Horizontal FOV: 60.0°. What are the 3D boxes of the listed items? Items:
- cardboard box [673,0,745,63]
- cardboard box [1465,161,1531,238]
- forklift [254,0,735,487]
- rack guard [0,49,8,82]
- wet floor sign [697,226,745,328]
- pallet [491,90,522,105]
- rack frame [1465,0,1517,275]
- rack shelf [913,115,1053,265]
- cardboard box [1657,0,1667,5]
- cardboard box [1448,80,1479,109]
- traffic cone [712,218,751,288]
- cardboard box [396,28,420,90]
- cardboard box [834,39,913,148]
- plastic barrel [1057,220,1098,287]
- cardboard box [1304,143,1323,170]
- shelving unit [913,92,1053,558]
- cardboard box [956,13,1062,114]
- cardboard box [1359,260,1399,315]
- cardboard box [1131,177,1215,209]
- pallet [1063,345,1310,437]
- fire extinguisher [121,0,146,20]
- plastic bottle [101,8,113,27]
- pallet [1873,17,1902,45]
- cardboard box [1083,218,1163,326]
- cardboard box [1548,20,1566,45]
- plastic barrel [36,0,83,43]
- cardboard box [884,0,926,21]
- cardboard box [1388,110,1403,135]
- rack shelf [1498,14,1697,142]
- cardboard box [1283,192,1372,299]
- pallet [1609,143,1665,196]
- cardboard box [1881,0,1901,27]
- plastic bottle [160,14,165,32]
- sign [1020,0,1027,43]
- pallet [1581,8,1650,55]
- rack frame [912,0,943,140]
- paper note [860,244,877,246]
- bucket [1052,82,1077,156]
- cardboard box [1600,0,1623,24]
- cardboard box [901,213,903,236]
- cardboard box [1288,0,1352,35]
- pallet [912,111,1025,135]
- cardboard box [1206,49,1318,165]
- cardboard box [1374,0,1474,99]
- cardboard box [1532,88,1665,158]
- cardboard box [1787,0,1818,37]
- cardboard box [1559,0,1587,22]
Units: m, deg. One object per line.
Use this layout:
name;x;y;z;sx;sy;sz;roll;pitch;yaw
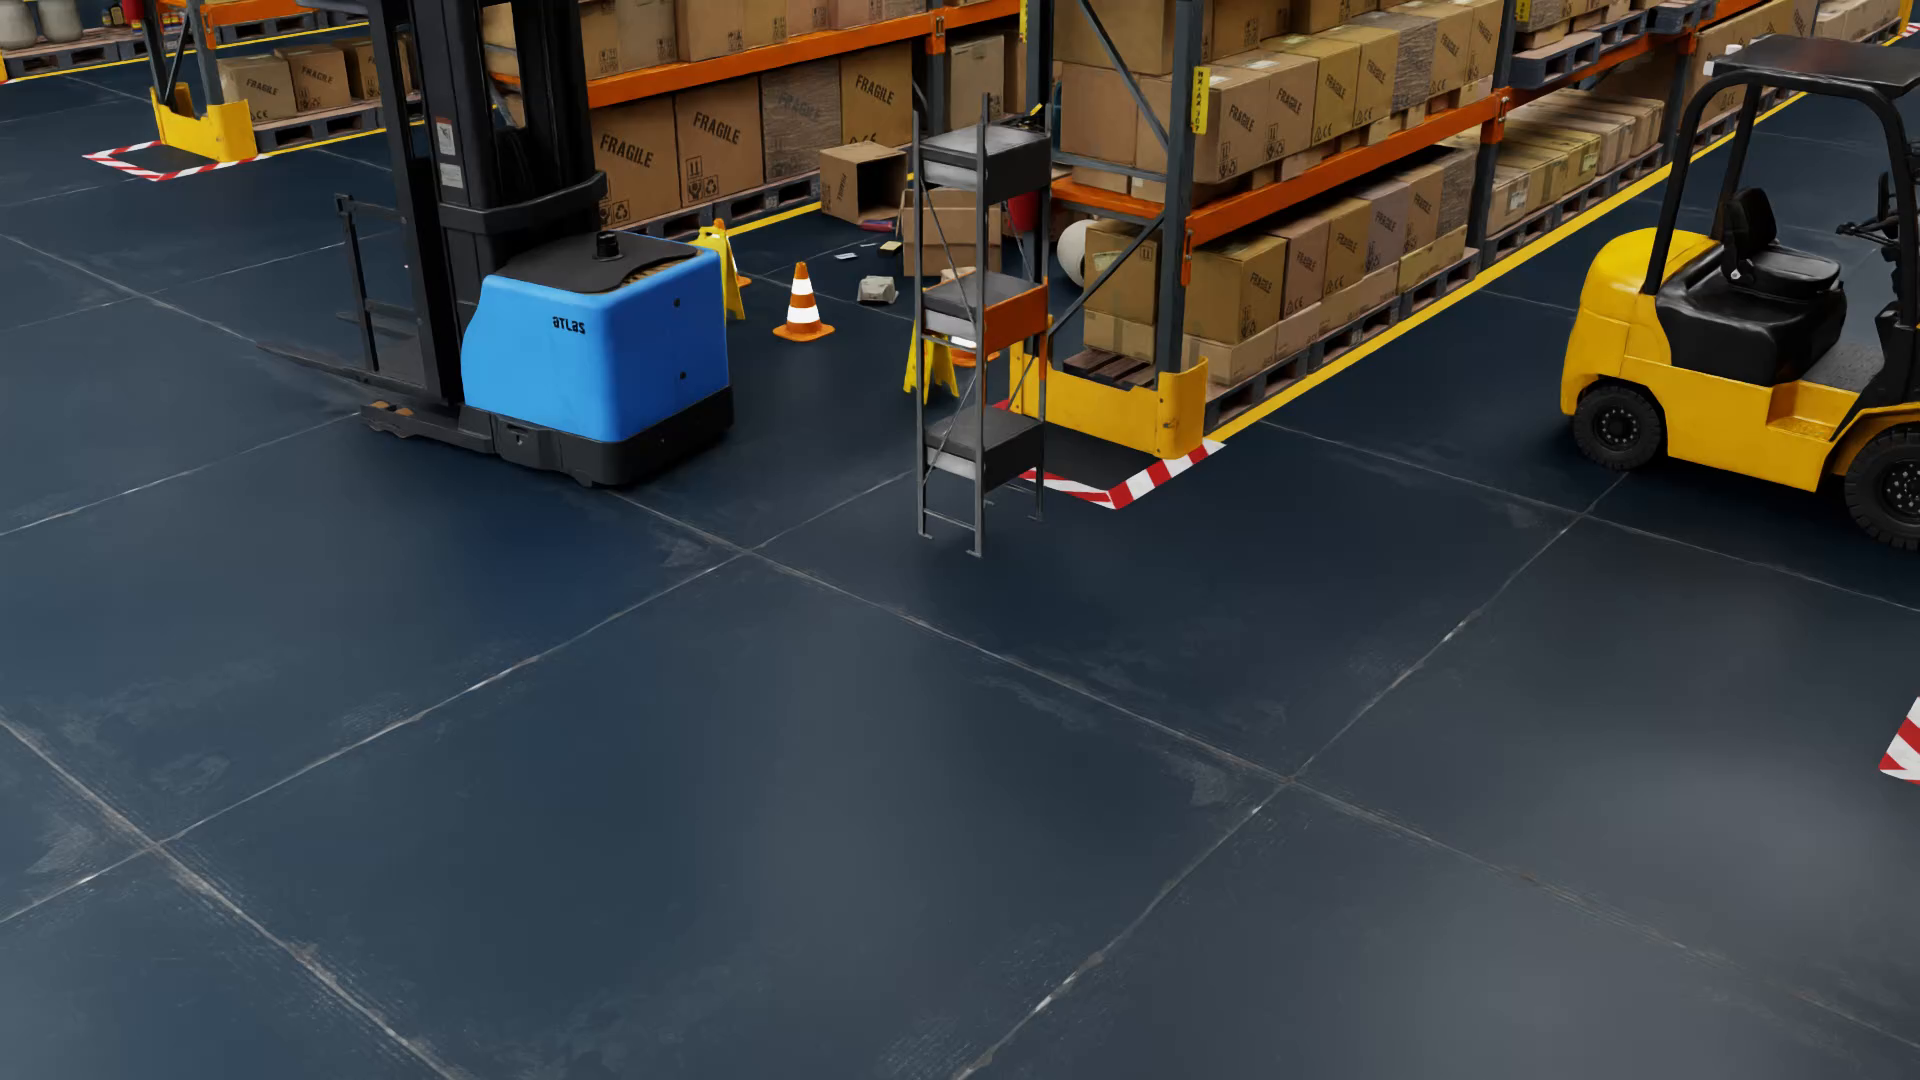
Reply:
cardboard box;-2.124;-3.948;12.454;0.875;0.550;0.550;21;34;34
cardboard box;3.649;-2.587;12.388;0.950;0.372;0.625;21;34;35
forklift;-2.801;-2.067;9.055;3.031;2.935;1.130;15;31;27
rack guard;-10.684;-5.237;17.829;1.175;0.500;0.348;21;34;34
wet floor sign;-1.602;-1.739;10.908;0.267;0.644;0.232;15;31;26
pallet;-4.730;-4.790;17.279;1.003;0.211;1.213;21;34;34
rack frame;3.317;-3.381;11.520;1.000;3.000;0.127;21;34;34
rack shelf;0.105;-1.601;7.566;0.431;0.518;0.480;21;34;34
cardboard box;5.428;-4.383;13.275;0.380;0.149;0.250;19;33;32
cardboard box;3.195;-2.975;11.011;0.380;0.149;0.250;22;34;35
traffic cone;-1.678;-2.020;11.651;0.336;0.463;0.334;21;34;34
cardboard box;-5.308;-4.775;16.478;0.500;0.500;0.500;17;32;30
cardboard box;-1.021;-3.832;14.248;0.875;0.875;0.875;21;34;35
plastic barrel;0.918;-1.993;11.642;0.421;0.421;0.512;-5;28;-9
cardboard box;1.865;-2.253;9.614;0.380;0.149;0.250;22;34;36
shelving unit;0.105;-0.991;7.881;0.431;2.100;0.503;21;34;34
cardboard box;0.375;-4.566;15.803;1.050;0.750;0.750;21;34;34
cardboard box;2.490;-1.687;10.782;0.500;0.250;0.500;21;34;35
cardboard box;1.149;-1.911;8.952;0.380;0.149;0.250;21;34;35
pallet;1.365;-1.028;10.008;1.003;0.211;1.213;21;34;34
fire extinguisher;-7.302;-4.918;14.577;0.296;0.674;0.183;21;34;34
plastic bottle;-9.866;-6.038;19.224;0.097;0.201;0.097;0;27;0
pallet;10.502;-6.090;19.793;1.003;0.211;1.213;21;34;34
cardboard box;1.081;-1.621;9.838;0.500;0.500;0.500;21;34;35
cardboard box;4.078;-3.645;11.848;0.380;0.149;0.250;22;34;35
plastic barrel;-10.017;-5.821;18.488;0.421;0.512;0.421;0;27;0
cardboard box;-0.792;-4.724;13.953;0.875;0.550;0.550;21;34;34
cardboard box;2.518;-2.623;10.329;0.380;0.149;0.250;20;33;34
rack shelf;4.589;-3.770;13.056;1.077;0.370;4.000;21;34;34
cardboard box;2.169;-1.837;10.255;0.500;0.500;0.500;22;34;35
pallet;5.363;-3.284;14.368;1.003;0.211;1.213;21;34;34
cardboard box;10.607;-6.420;19.728;0.875;0.438;0.875;19;33;33
plastic bottle;-9.144;-5.922;18.910;0.061;0.283;0.133;21;34;35
sign;0.357;-2.786;8.767;0.100;0.325;0.005;21;34;34
pallet;4.634;-4.000;12.926;1.003;0.211;1.213;21;34;34
rack frame;-0.567;-4.791;14.247;1.000;3.000;0.127;21;34;34
paper note;-0.690;-2.225;12.539;0.123;0.001;0.032;-10;29;-18
bucket;1.126;-3.291;13.255;0.620;0.611;0.726;-5;26;-32
cardboard box;4.763;-4.013;12.559;0.380;0.149;0.250;22;35;36
cardboard box;-0.239;-2.429;12.657;0.258;0.266;0.396;-21;34;-35
cardboard box;1.926;-3.352;9.945;0.700;0.500;0.500;21;34;34
pallet;-0.134;-3.848;15.459;1.003;0.211;1.213;21;34;34
cardboard box;1.615;-2.410;9.212;0.500;0.500;0.500;22;35;36
cardboard box;2.904;-3.142;10.627;0.500;0.500;0.500;22;35;36
cardboard box;5.494;-3.621;14.387;0.950;0.372;0.625;18;32;31
cardboard box;8.073;-5.217;16.925;0.875;0.875;0.875;22;35;36
cardboard box;4.155;-4.004;11.835;0.500;0.500;0.500;21;34;35
